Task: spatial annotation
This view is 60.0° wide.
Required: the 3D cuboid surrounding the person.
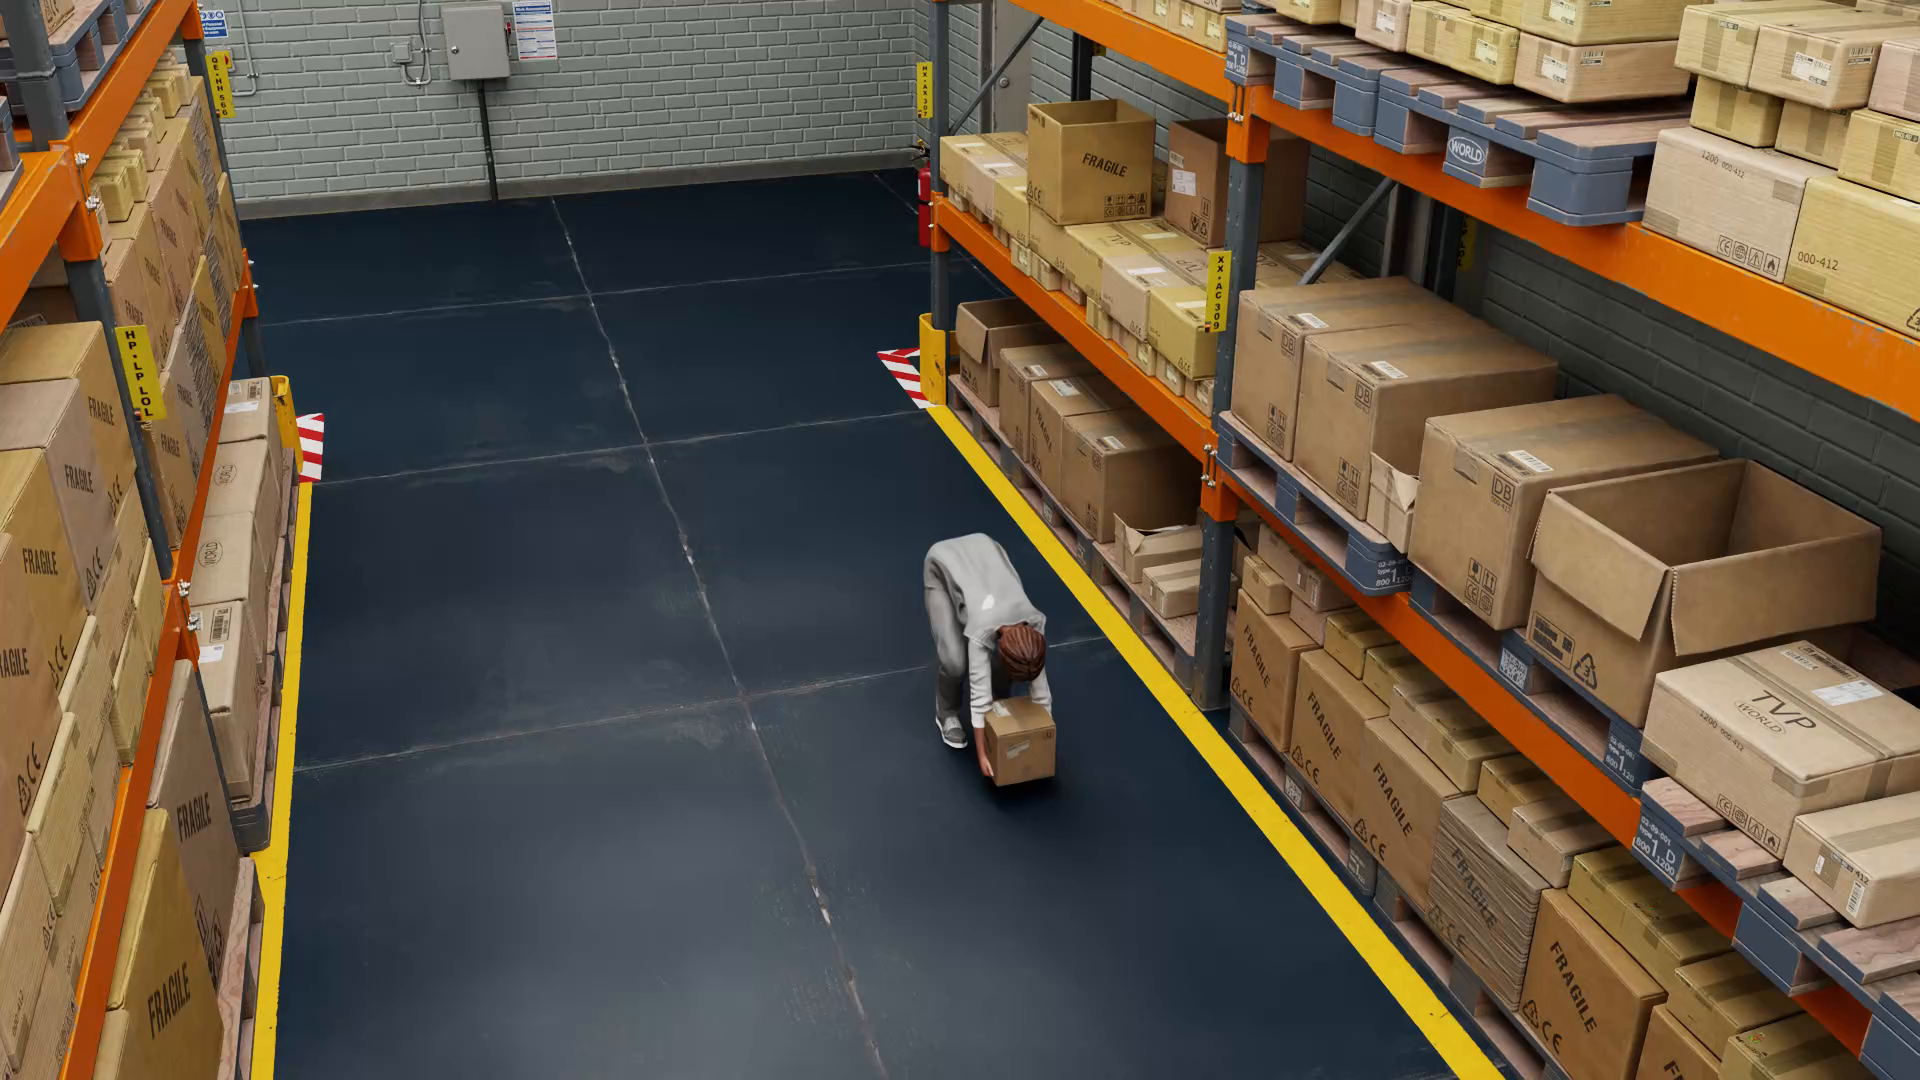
[{"bbox_3d":[0.127,0.487,6.923,0.418,0.910,0.858,-11,29,-21],"label":"person"}]
